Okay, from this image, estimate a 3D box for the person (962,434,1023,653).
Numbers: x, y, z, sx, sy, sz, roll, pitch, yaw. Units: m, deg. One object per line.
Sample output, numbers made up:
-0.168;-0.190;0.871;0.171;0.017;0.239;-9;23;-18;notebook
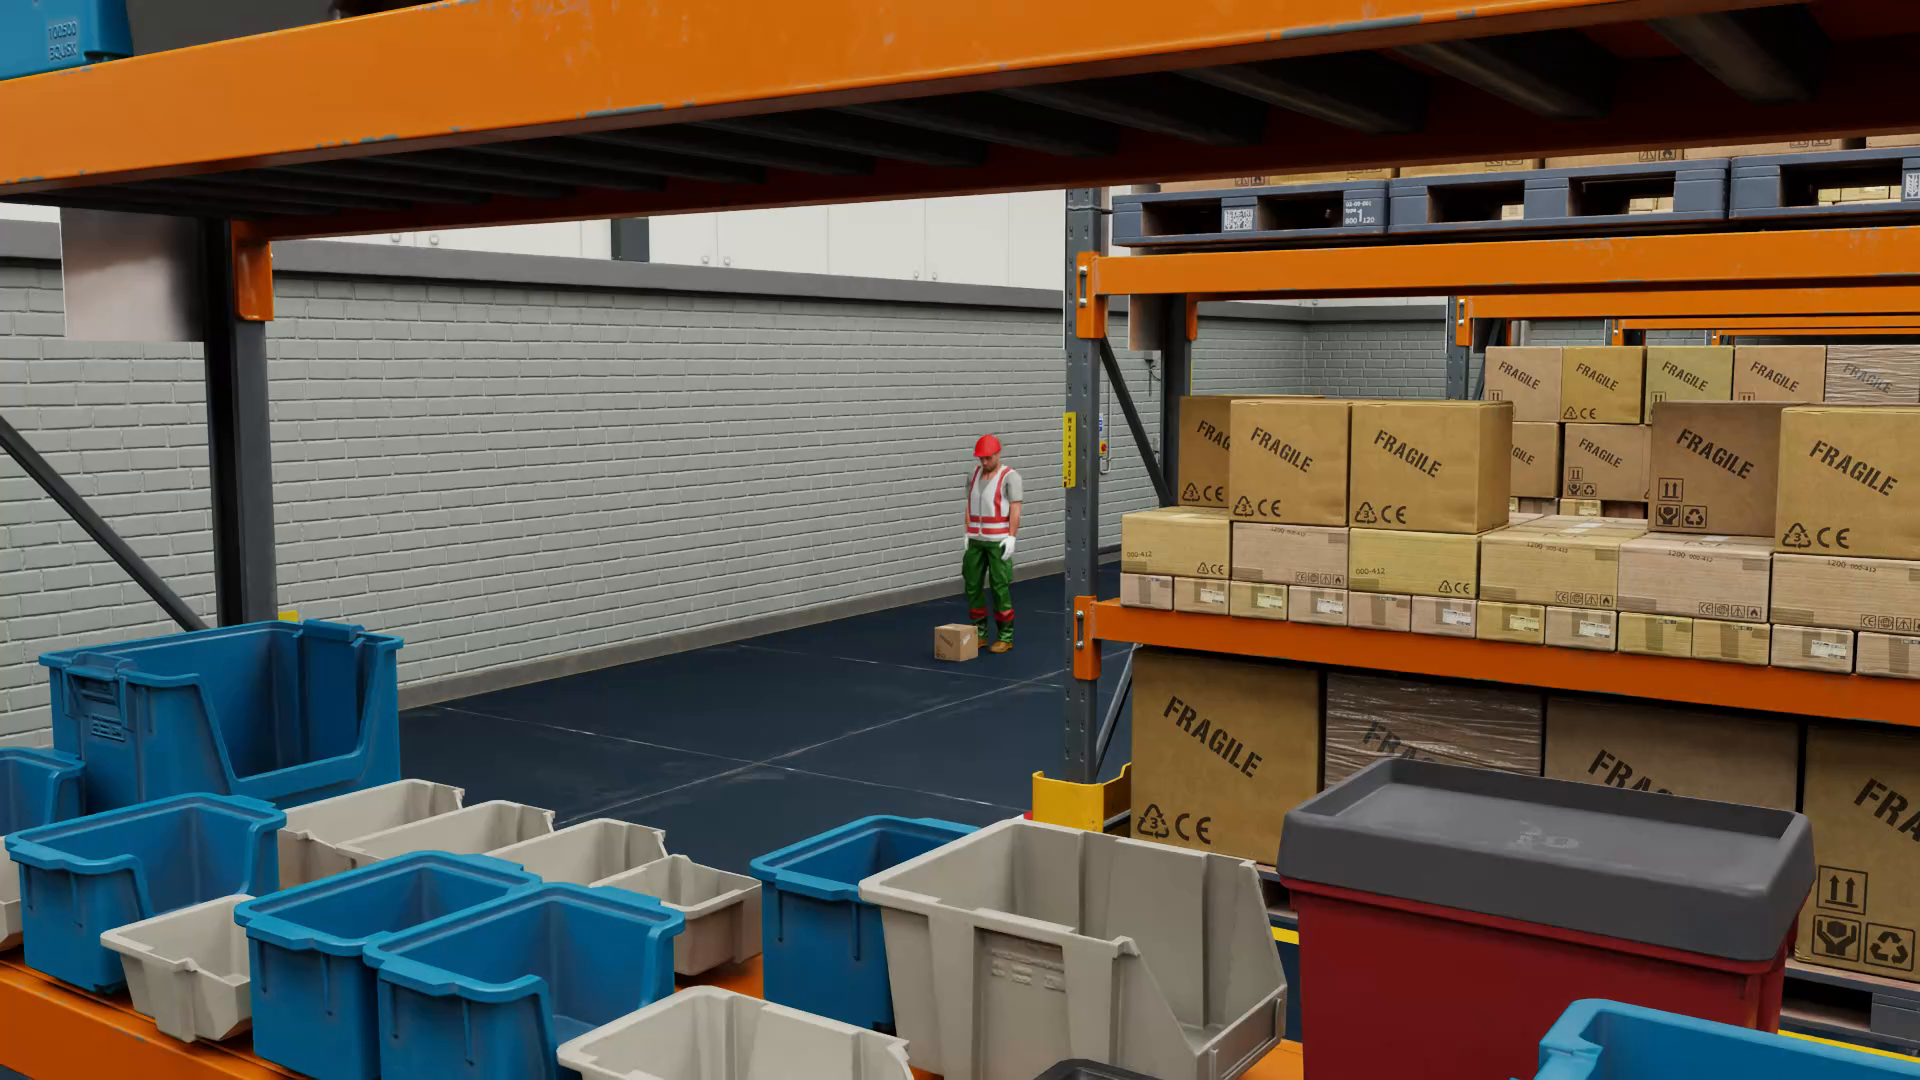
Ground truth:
0.247;0.022;13.508;0.533;1.768;0.388;4;8;35;person
